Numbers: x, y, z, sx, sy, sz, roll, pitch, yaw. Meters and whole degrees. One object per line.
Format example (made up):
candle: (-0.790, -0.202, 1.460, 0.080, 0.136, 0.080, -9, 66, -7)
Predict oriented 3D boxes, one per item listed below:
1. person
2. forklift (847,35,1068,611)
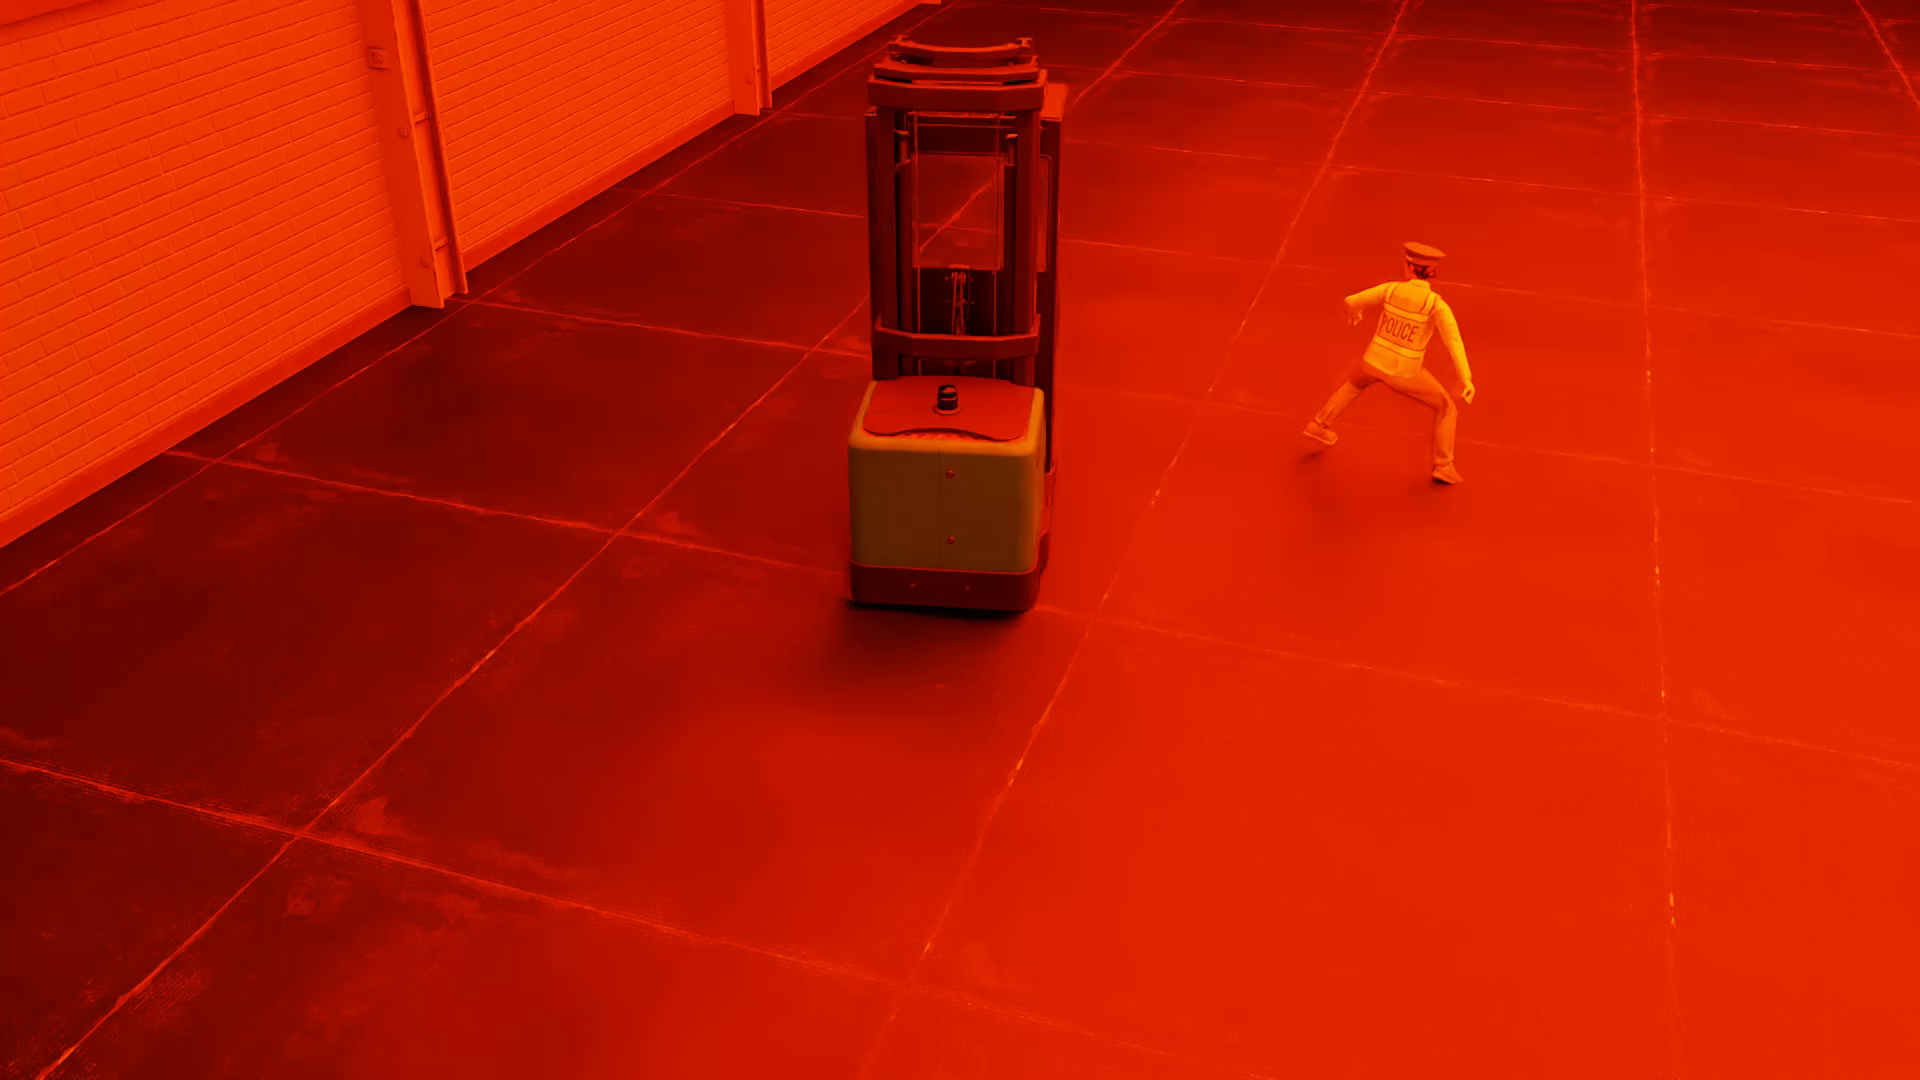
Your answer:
person: (2.824, -1.087, 10.554, 1.100, 1.579, 0.526, 25, 38, 36)
forklift: (0.046, -1.582, 9.912, 1.130, 2.935, 3.031, 3, 30, 5)
